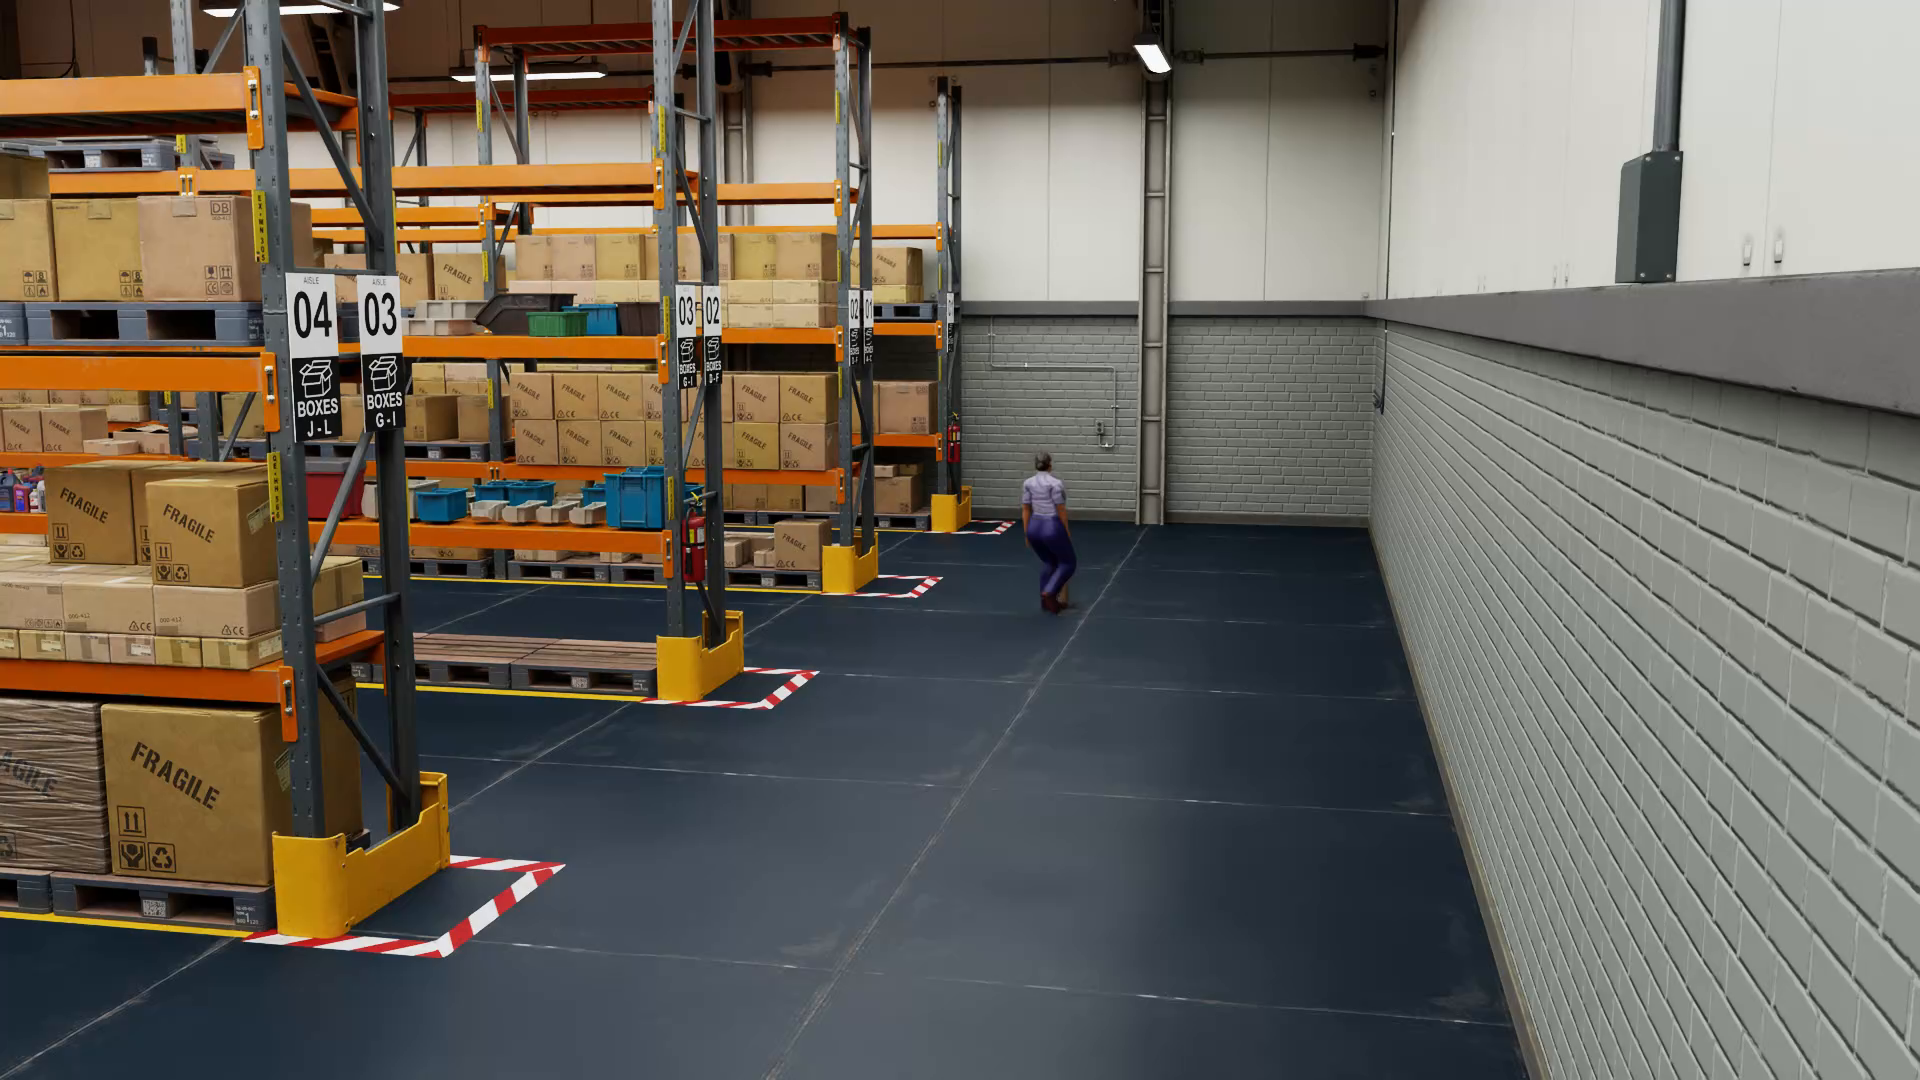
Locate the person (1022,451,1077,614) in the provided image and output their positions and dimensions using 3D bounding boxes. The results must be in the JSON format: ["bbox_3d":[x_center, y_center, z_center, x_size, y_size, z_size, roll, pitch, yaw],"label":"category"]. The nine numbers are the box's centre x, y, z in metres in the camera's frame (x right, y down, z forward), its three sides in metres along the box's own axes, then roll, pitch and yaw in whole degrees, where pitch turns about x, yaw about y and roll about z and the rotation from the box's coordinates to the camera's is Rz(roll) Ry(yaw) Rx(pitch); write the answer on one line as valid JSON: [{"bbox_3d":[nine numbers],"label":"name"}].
[{"bbox_3d":[0.883,-0.081,16.611,0.487,1.622,0.550,6,10,36],"label":"person"}]
